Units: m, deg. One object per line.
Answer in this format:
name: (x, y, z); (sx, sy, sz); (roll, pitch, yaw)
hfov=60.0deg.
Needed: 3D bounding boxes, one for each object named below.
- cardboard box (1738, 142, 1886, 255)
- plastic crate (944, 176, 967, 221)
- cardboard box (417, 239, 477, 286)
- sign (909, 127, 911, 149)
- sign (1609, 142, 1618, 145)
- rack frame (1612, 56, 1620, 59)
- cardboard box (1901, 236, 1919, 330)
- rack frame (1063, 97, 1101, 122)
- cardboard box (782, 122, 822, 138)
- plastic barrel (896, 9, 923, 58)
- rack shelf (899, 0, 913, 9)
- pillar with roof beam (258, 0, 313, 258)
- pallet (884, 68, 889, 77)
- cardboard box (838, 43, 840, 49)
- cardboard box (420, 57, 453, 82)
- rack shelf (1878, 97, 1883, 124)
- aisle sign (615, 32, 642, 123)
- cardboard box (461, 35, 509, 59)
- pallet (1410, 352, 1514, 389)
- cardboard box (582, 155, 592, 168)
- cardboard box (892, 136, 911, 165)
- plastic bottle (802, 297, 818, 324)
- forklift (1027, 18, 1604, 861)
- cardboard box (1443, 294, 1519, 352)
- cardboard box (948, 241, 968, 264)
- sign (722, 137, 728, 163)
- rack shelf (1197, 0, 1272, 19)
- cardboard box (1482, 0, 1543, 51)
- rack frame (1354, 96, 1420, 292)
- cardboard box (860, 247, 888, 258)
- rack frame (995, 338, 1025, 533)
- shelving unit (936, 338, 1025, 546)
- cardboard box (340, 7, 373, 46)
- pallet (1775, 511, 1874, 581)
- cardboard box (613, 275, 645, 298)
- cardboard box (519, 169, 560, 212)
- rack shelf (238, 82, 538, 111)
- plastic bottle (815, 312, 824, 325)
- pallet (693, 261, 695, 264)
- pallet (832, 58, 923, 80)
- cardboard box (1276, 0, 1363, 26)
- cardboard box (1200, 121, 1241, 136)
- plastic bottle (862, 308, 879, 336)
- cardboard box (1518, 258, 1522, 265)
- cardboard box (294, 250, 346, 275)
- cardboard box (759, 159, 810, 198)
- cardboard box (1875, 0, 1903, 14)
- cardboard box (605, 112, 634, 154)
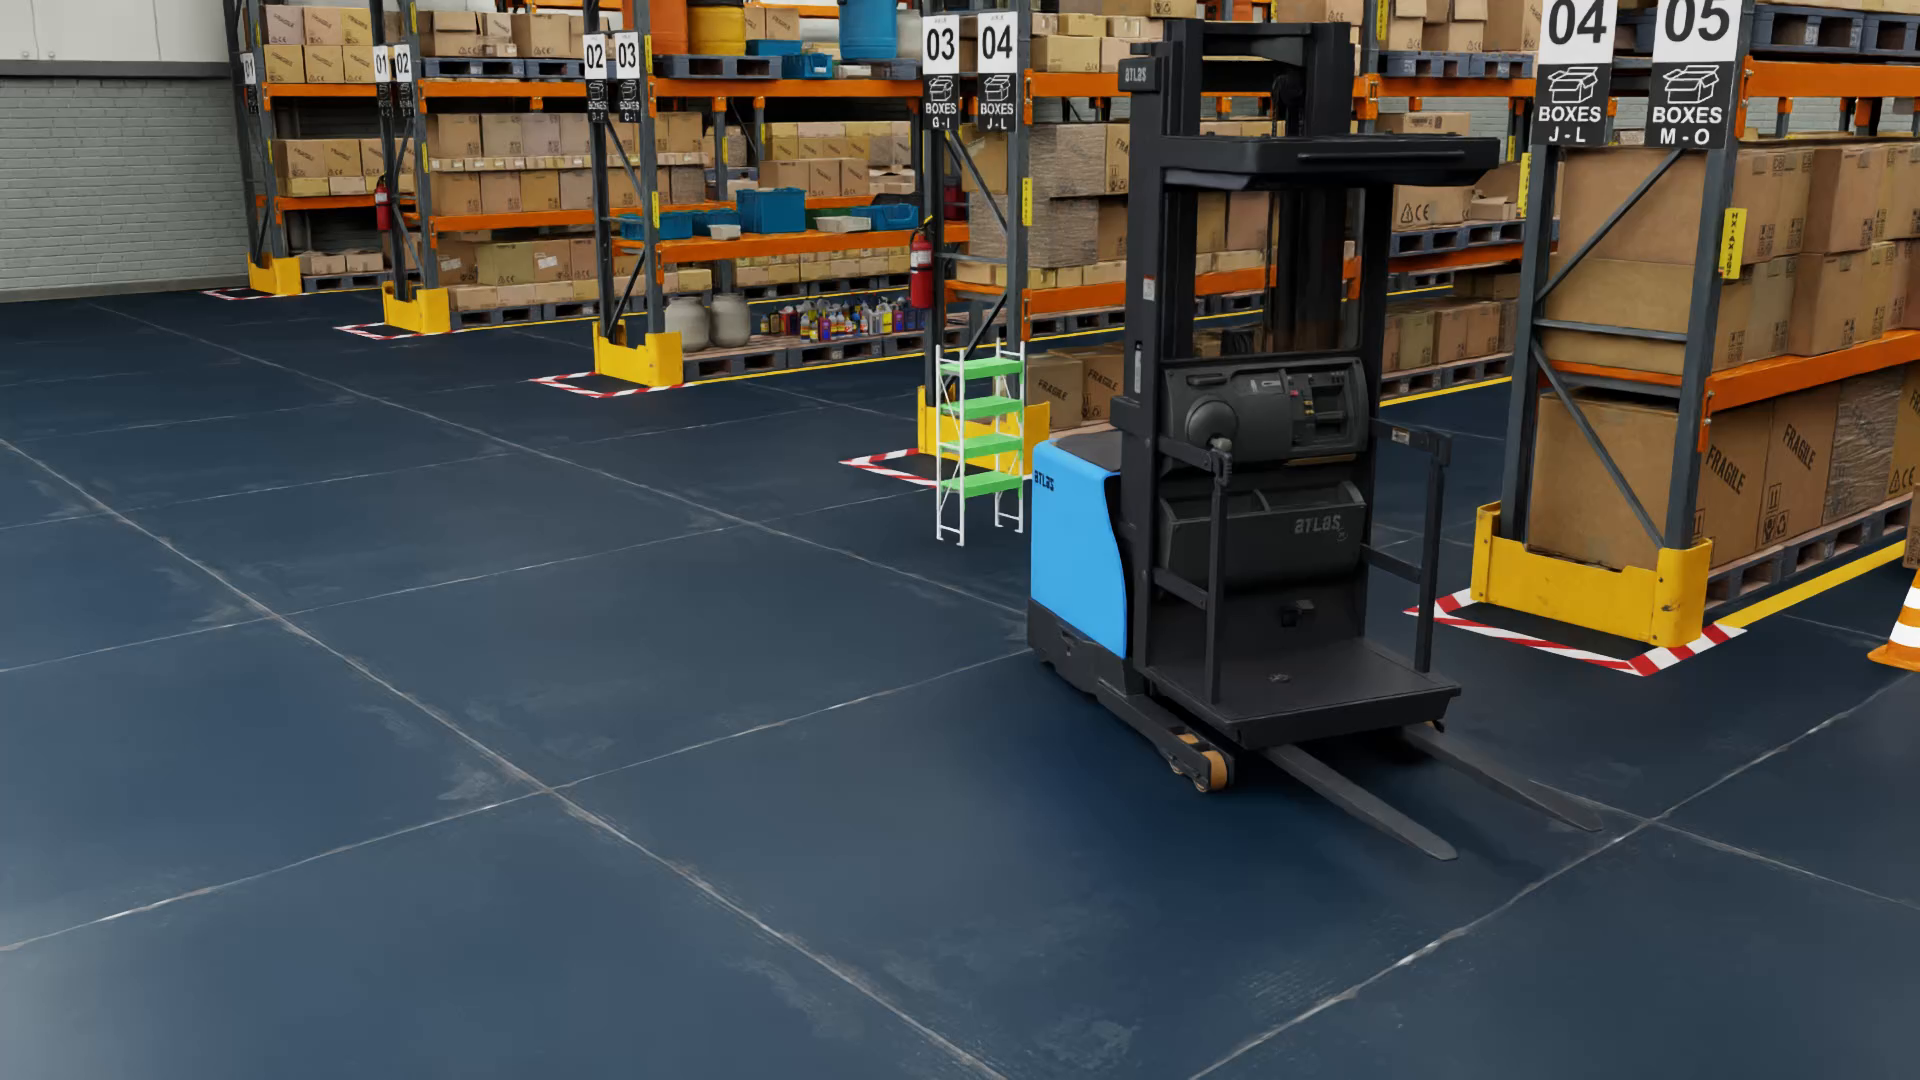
cardboard box: (4.458, -1.882, 9.101); (0.550, 0.550, 0.875); (-13, 19, -39)
plastic crate: (0.037, -3.850, 18.728); (0.583, 0.464, 0.402); (-13, 19, -39)
cardboard box: (-6.184, -3.351, 20.043); (0.500, 0.500, 0.500); (-13, 19, -39)
sign: (-0.722, -5.946, 24.606); (0.005, 0.325, 0.100); (-13, 19, -39)
sign: (6.505, -3.808, 16.605); (0.005, 0.325, 0.100); (-13, 19, -39)
rack frame: (6.142, -6.290, 16.359); (0.127, 3.000, 1.000); (-13, 19, -39)
cardboard box: (5.633, -1.641, 10.290); (0.550, 0.550, 0.875); (-13, 19, -39)
rack frame: (2.422, -7.639, 33.037); (0.127, 3.000, 1.000); (-13, 19, -39)
cardboard box: (-2.696, -6.966, 28.255); (0.500, 0.250, 0.500); (-13, 20, -40)
plastic barrel: (-0.581, -5.349, 17.621); (0.421, 0.512, 0.421); (0, 15, 0)
rack shelf: (-1.867, -7.339, 22.458); (4.000, 0.370, 1.077); (-13, 19, -39)
pillar with roof beam: (-6.862, -7.276, 20.053); (0.400, 9.000, 9.100); (-13, 19, -39)
pallet: (-1.653, -6.356, 22.786); (1.213, 0.211, 1.003); (-12, 19, -37)
cardboard box: (-2.129, -8.365, 28.895); (0.500, 0.500, 0.700); (-13, 20, -39)
cardboard box: (-7.632, -6.796, 23.833); (0.500, 0.500, 0.500); (-14, 20, -41)
rack shelf: (7.813, -3.171, 11.892); (4.000, 0.370, 1.077); (-13, 19, -39)
aisle sign: (-3.007, -4.187, 15.075); (0.004, 0.787, 0.394); (-13, 19, -39)
cardboard box: (-5.698, -5.859, 19.765); (0.500, 0.250, 0.500); (-13, 19, -39)
pallet: (4.631, -1.706, 16.229); (1.213, 0.211, 1.003); (-13, 19, -39)
cardboard box: (-4.598, -4.656, 20.419); (0.250, 0.149, 0.380); (-12, 19, -38)
cardboard box: (-1.156, -6.948, 29.639); (0.500, 0.500, 0.500); (-12, 19, -39)
plastic bottle: (-1.612, -2.419, 17.775); (0.185, 0.351, 0.144); (-12, 19, -37)
forklift: (1.341, -0.545, 6.612); (1.130, 2.935, 3.031); (-6, 16, -21)
cardboard box: (5.239, -2.182, 16.599); (0.700, 0.500, 0.500); (14, 20, 42)
cardboard box: (0.173, -4.347, 24.702); (0.500, 0.500, 0.500); (-12, 19, -37)
sign: (-3.010, -4.991, 21.293); (0.005, 0.325, 0.100); (-13, 19, -39)
rack shelf: (4.168, -8.886, 27.480); (4.000, 0.370, 1.077); (-13, 19, -39)
cardboard box: (5.183, -4.831, 15.548); (0.500, 0.500, 0.500); (-12, 19, -38)
rack frame: (5.908, -5.033, 23.280); (0.127, 3.000, 1.000); (-13, 19, -39)
cardboard box: (-1.362, -4.155, 23.420); (0.500, 0.311, 0.500); (-13, 20, -40)
rack frame: (0.309, -0.649, 10.355); (0.015, 1.200, 0.240); (-13, 19, -39)
shelving unit: (0.125, -0.608, 10.200); (0.503, 1.200, 0.258); (-13, 19, -39)
cardboard box: (-8.407, -7.101, 23.040); (0.500, 0.500, 0.500); (-12, 19, -38)
pallet: (4.758, -0.062, 10.074); (1.213, 0.211, 1.003); (-13, 19, -39)
cardboard box: (-4.333, -3.226, 21.028); (0.500, 0.250, 0.500); (-13, 19, -39)
cardboard box: (-5.261, -4.263, 20.203); (0.500, 0.500, 0.700); (-12, 19, -39)
rack shelf: (-8.139, -6.369, 23.864); (4.000, 0.370, 1.077); (-13, 19, -39)
plastic bottle: (-1.499, -2.331, 17.734); (0.097, 0.201, 0.097); (0, 15, 0)
pallet: (-4.203, -4.805, 27.829); (1.213, 0.211, 1.003); (-13, 19, -39)
pallet: (-0.607, -4.895, 17.315); (1.003, 0.211, 1.213); (-13, 19, -39)
cardboard box: (2.952, -4.470, 13.622); (0.500, 0.500, 0.500); (-13, 20, -41)
cardboard box: (1.832, -3.005, 12.981); (0.500, 0.500, 0.500); (-13, 19, -39)
plastic bottle: (-0.937, -2.295, 17.456); (0.135, 0.276, 0.152); (-12, 19, -38)
cardboard box: (6.676, -2.680, 17.776); (0.875, 0.875, 1.225); (-14, 20, -42)
cardboard box: (-9.067, -3.942, 23.553); (0.500, 0.311, 0.500); (13, 20, 41)
cardboard box: (-2.388, -4.907, 22.615); (0.500, 0.500, 0.500); (-11, 18, -35)
cardboard box: (4.708, -2.842, 8.743); (0.250, 0.149, 0.380); (-13, 20, -40)
cardboard box: (-4.465, -5.071, 20.714); (0.500, 0.500, 0.700); (-13, 20, -39)
